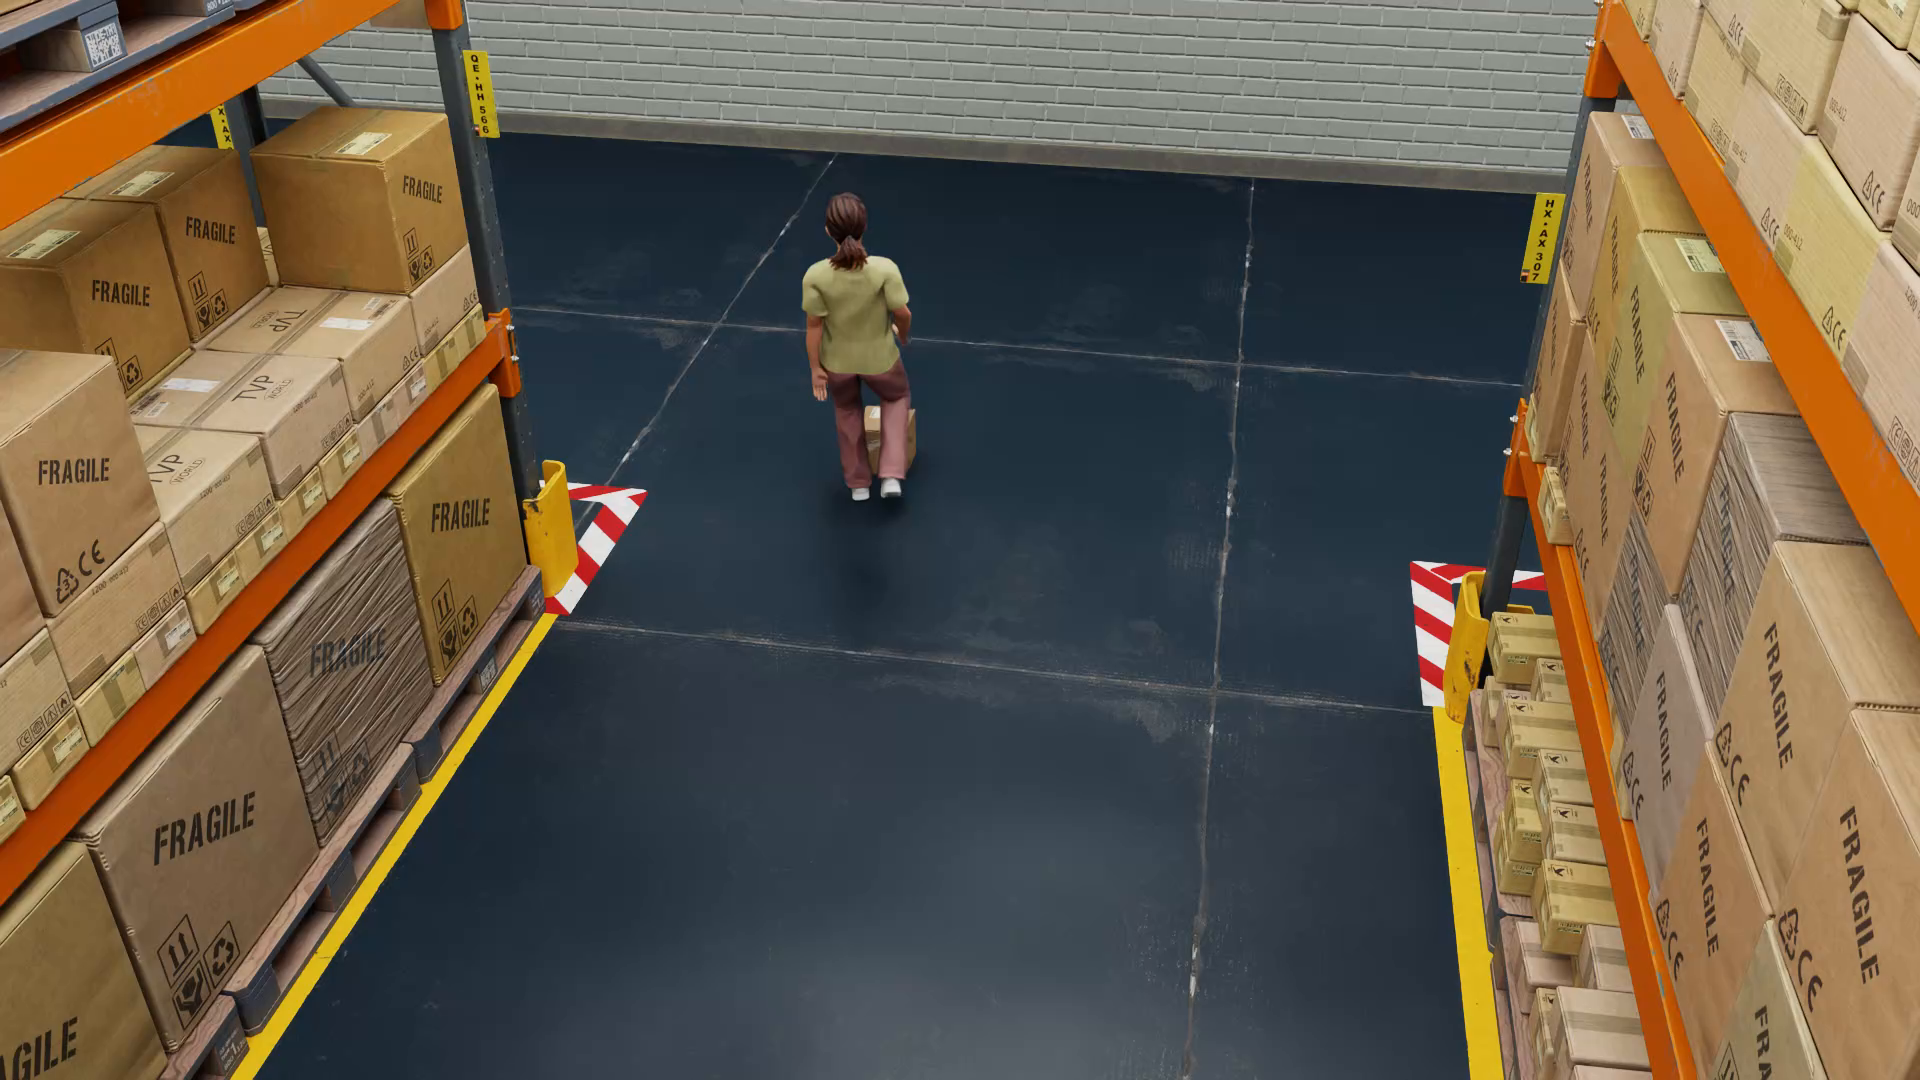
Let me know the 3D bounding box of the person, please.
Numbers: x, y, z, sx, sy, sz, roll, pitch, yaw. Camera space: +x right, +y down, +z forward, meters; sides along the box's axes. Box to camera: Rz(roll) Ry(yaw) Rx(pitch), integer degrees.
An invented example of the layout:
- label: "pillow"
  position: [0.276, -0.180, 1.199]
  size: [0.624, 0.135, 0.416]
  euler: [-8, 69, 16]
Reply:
- label: "person"
  position: [-0.450, -0.843, 7.530]
  size: [0.473, 1.622, 0.640]
  euler: [0, 33, 0]
